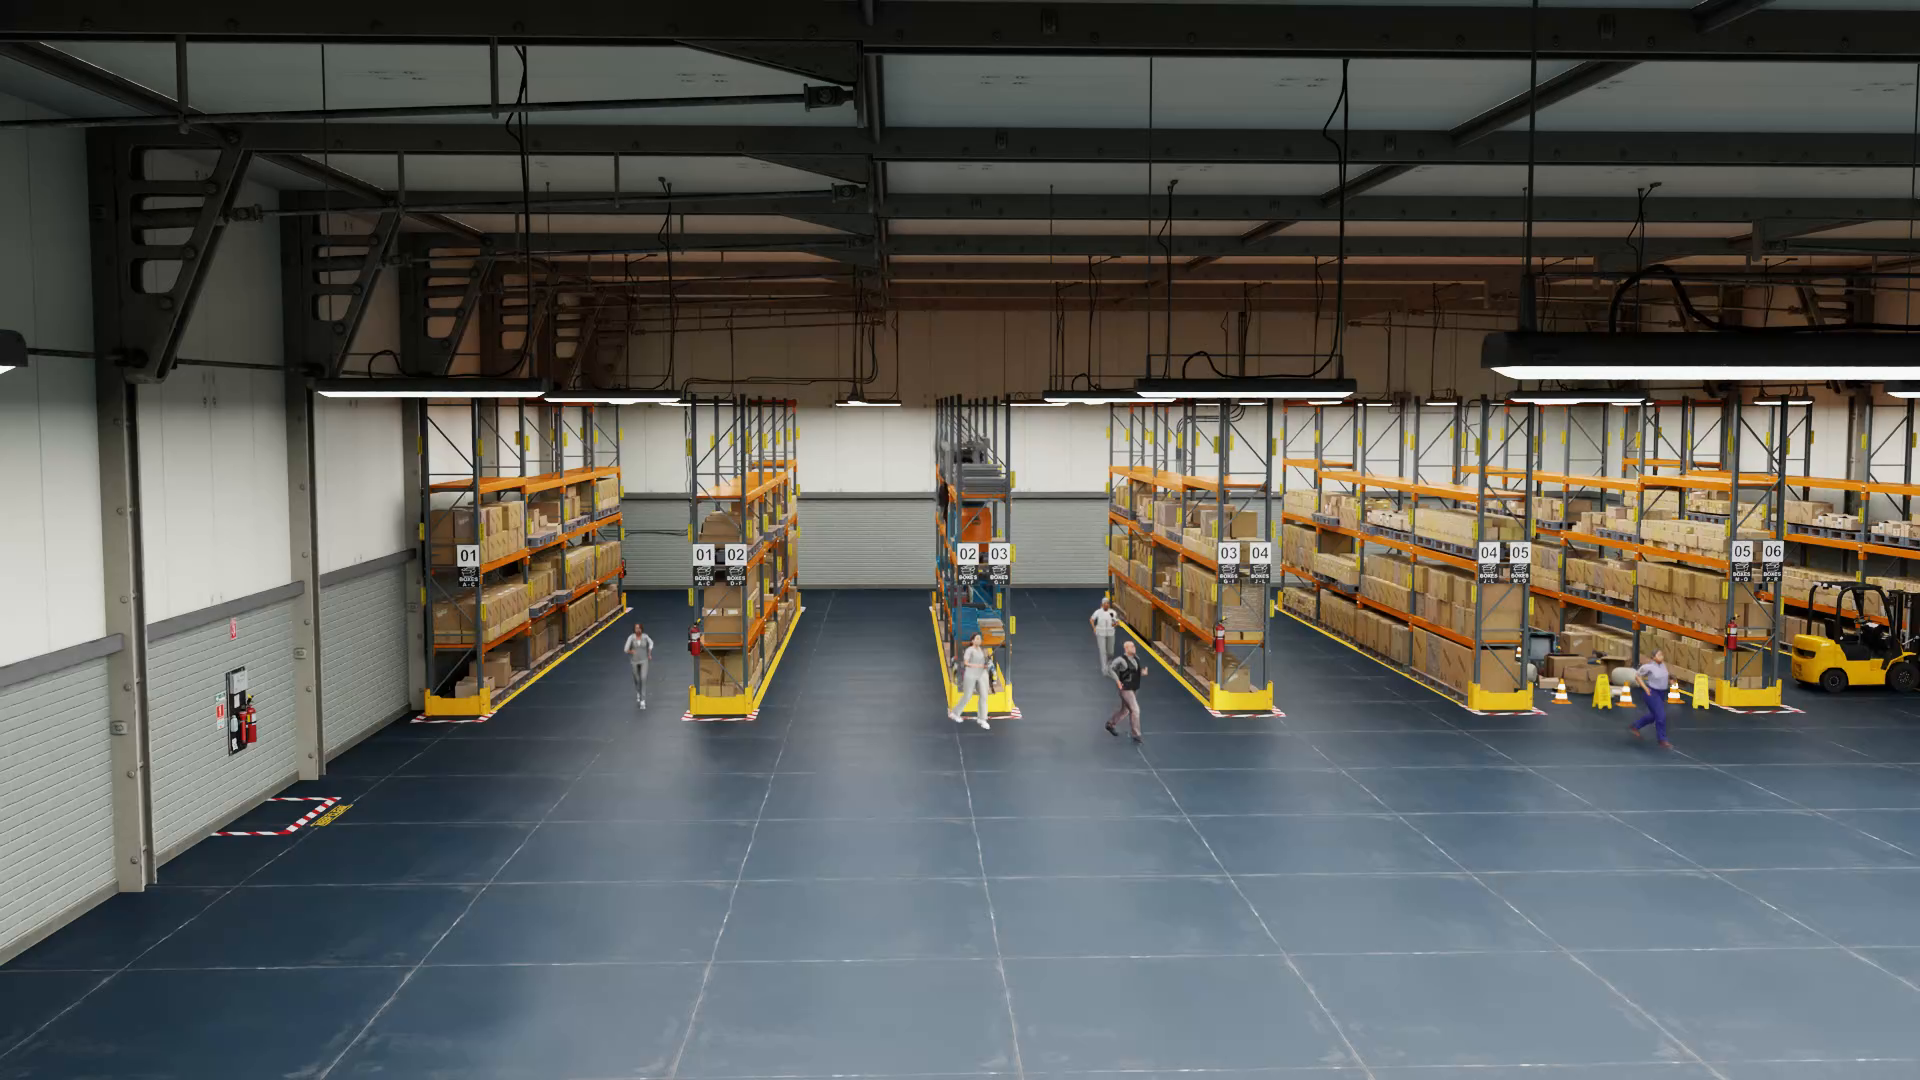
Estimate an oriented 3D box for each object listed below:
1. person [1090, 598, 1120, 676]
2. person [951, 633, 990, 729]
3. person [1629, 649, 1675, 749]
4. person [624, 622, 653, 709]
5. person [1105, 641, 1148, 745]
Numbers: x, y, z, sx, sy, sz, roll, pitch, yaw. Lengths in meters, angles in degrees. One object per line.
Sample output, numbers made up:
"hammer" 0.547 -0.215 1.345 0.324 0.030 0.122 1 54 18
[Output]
"person" 3.138 2.063 35.899 0.615 1.644 0.918 -1 5 -7
"person" 0.230 2.519 30.079 0.848 1.704 0.584 4 6 41
"person" 11.836 2.676 28.366 0.592 1.669 0.869 -3 6 -37
"person" -6.191 2.390 32.033 0.536 1.620 0.823 -1 5 -7
"person" 2.891 2.609 28.643 0.871 1.761 0.638 3 5 35
